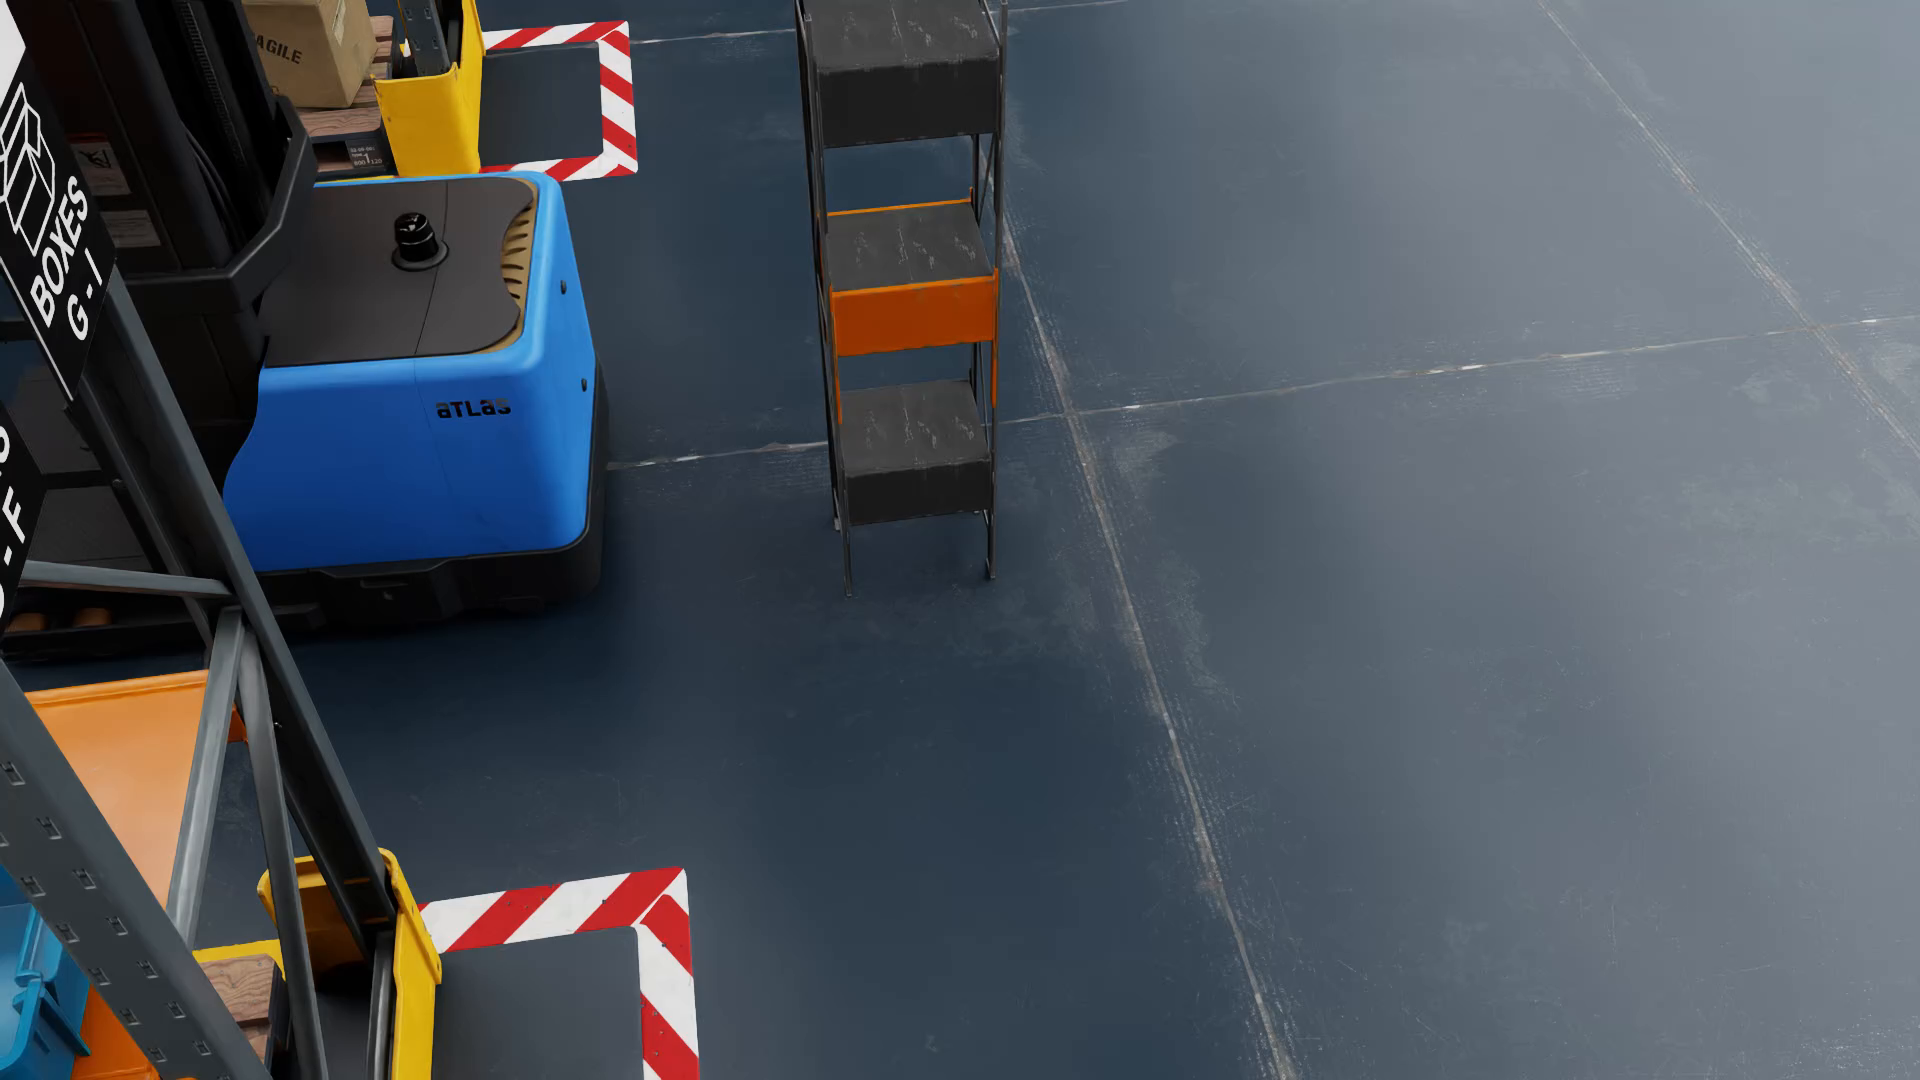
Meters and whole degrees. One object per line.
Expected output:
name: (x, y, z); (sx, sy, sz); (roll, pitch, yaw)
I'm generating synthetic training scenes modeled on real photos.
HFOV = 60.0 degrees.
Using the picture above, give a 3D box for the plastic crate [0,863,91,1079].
plastic crate: (-1.895, 0.811, 2.989); (0.616, 0.251, 0.499); (-7, 46, -7)

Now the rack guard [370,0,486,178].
rack guard: (-2.373, -2.152, 7.476); (0.348, 0.500, 1.175); (-7, 46, -7)

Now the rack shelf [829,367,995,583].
rack shelf: (-0.163, -0.213, 5.488); (0.480, 0.518, 0.431); (-7, 46, -7)

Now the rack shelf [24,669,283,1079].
rack shelf: (-3.424, 0.981, 3.221); (4.000, 0.370, 1.077); (-7, 46, -7)

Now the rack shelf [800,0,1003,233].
rack shelf: (-0.163, -1.184, 4.480); (0.480, 0.518, 0.431); (-7, 46, -7)

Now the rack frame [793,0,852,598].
rack frame: (-0.404, -0.678, 4.945); (0.015, 2.100, 0.400); (-7, 46, -7)

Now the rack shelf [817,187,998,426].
rack shelf: (-0.163, -0.699, 4.984); (0.480, 0.518, 0.431); (-7, 46, -7)

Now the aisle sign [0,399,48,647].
aisle sign: (-1.332, -0.214, 2.068); (0.004, 0.787, 0.394); (-7, 46, -7)

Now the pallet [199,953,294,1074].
pallet: (-2.322, 1.592, 4.069); (1.213, 0.211, 1.003); (-7, 46, -7)

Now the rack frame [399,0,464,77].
rack frame: (-2.298, -3.029, 6.585); (0.127, 3.000, 1.000); (-7, 46, -7)

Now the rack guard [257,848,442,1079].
rack guard: (-1.520, 1.396, 4.058); (0.348, 0.500, 1.175); (-7, 46, -7)

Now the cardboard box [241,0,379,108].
cardboard box: (-2.916, -2.242, 7.272); (0.500, 0.500, 0.500); (1, 46, 1)

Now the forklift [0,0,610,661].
forklift: (-2.749, -1.028, 4.706); (3.031, 2.935, 1.130); (-5, 46, -4)

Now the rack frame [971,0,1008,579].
rack frame: (0.077, -0.738, 5.003); (0.015, 2.100, 0.400); (-7, 46, -7)

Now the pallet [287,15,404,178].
pallet: (-3.179, -1.977, 7.508); (1.213, 0.211, 1.003); (-7, 46, -7)

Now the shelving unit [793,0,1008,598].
shelving unit: (-0.163, -0.708, 4.974); (0.503, 2.100, 0.431); (-7, 46, -7)

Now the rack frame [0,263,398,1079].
rack frame: (-1.453, 0.486, 3.199); (0.127, 3.000, 1.000); (-7, 46, -7)

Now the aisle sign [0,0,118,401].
aisle sign: (-1.432, -0.633, 2.471); (0.004, 0.787, 0.394); (-7, 46, -7)
